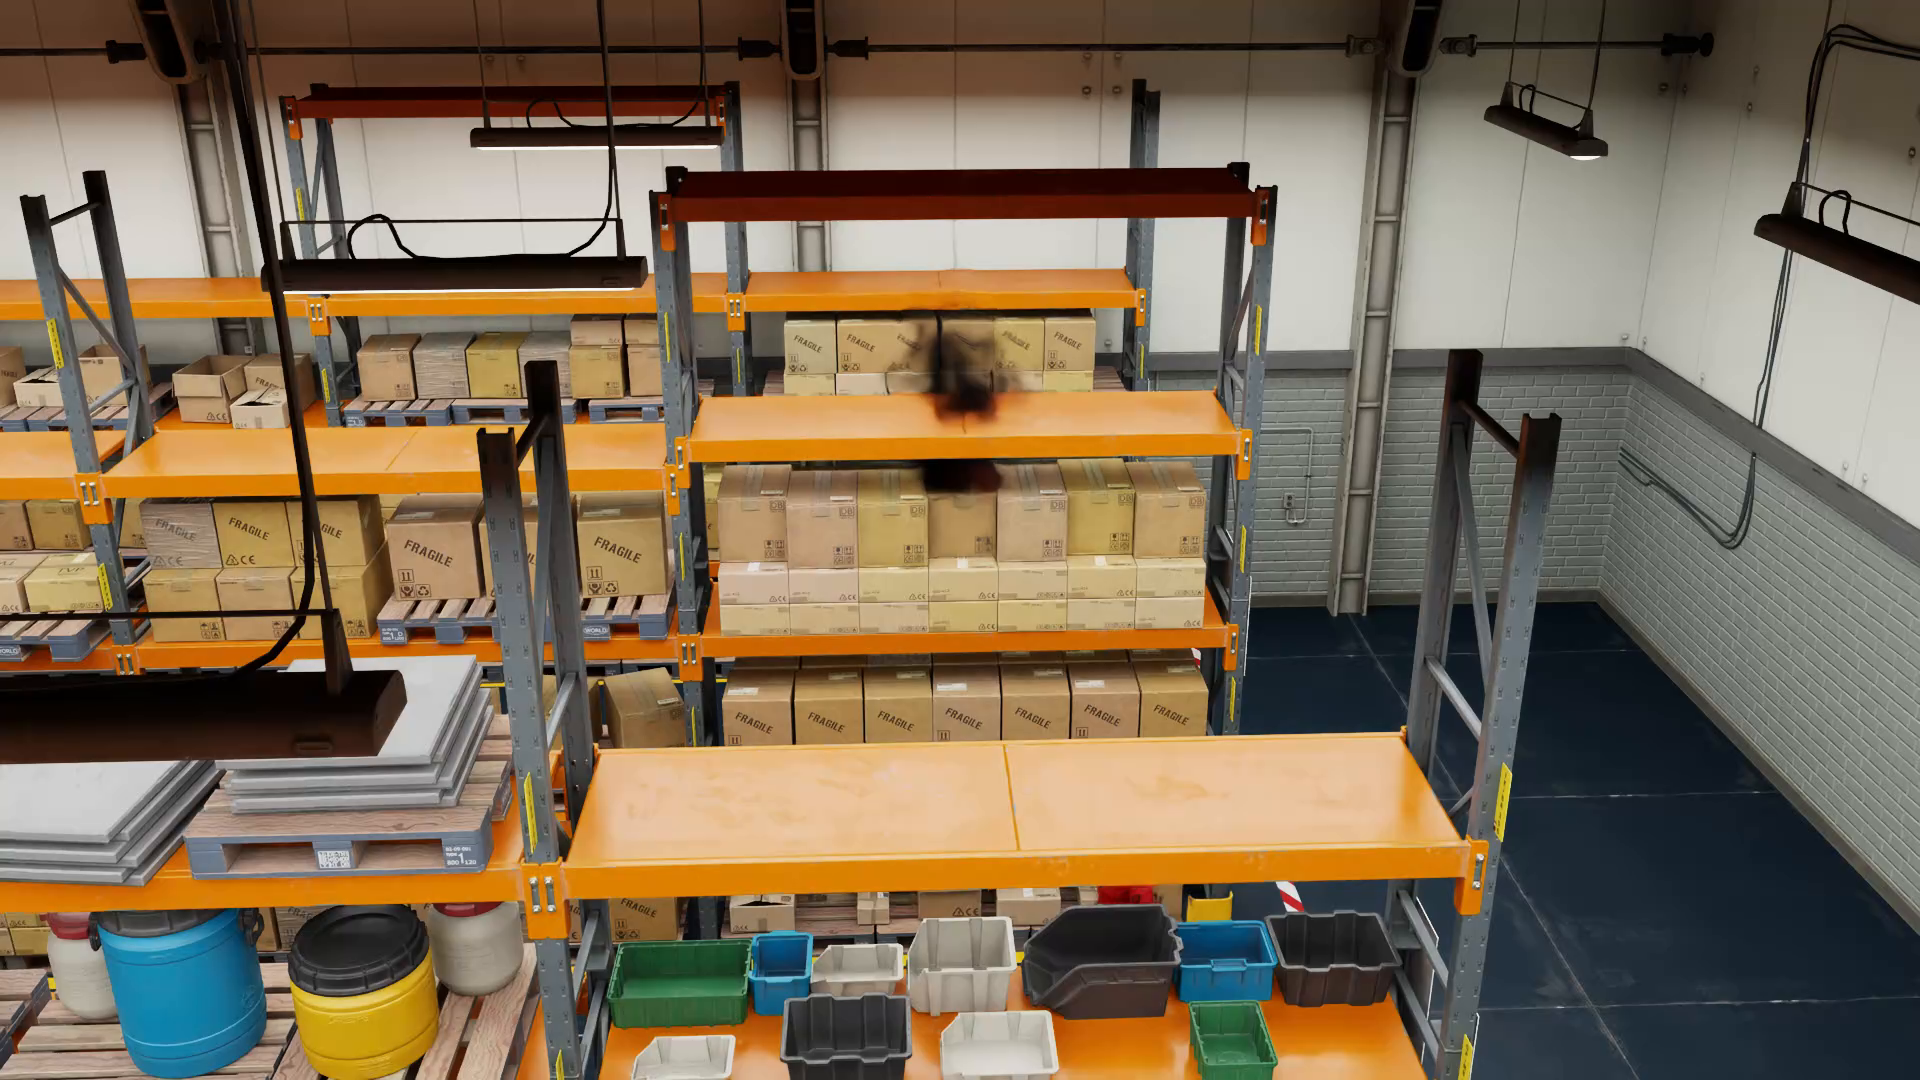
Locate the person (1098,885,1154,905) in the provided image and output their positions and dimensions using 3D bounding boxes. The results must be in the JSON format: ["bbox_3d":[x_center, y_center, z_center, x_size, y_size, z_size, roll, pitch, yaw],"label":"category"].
[{"bbox_3d":[1.102,2.703,11.555,0.586,1.643,0.664,-5,23,-13],"label":"person"}]
